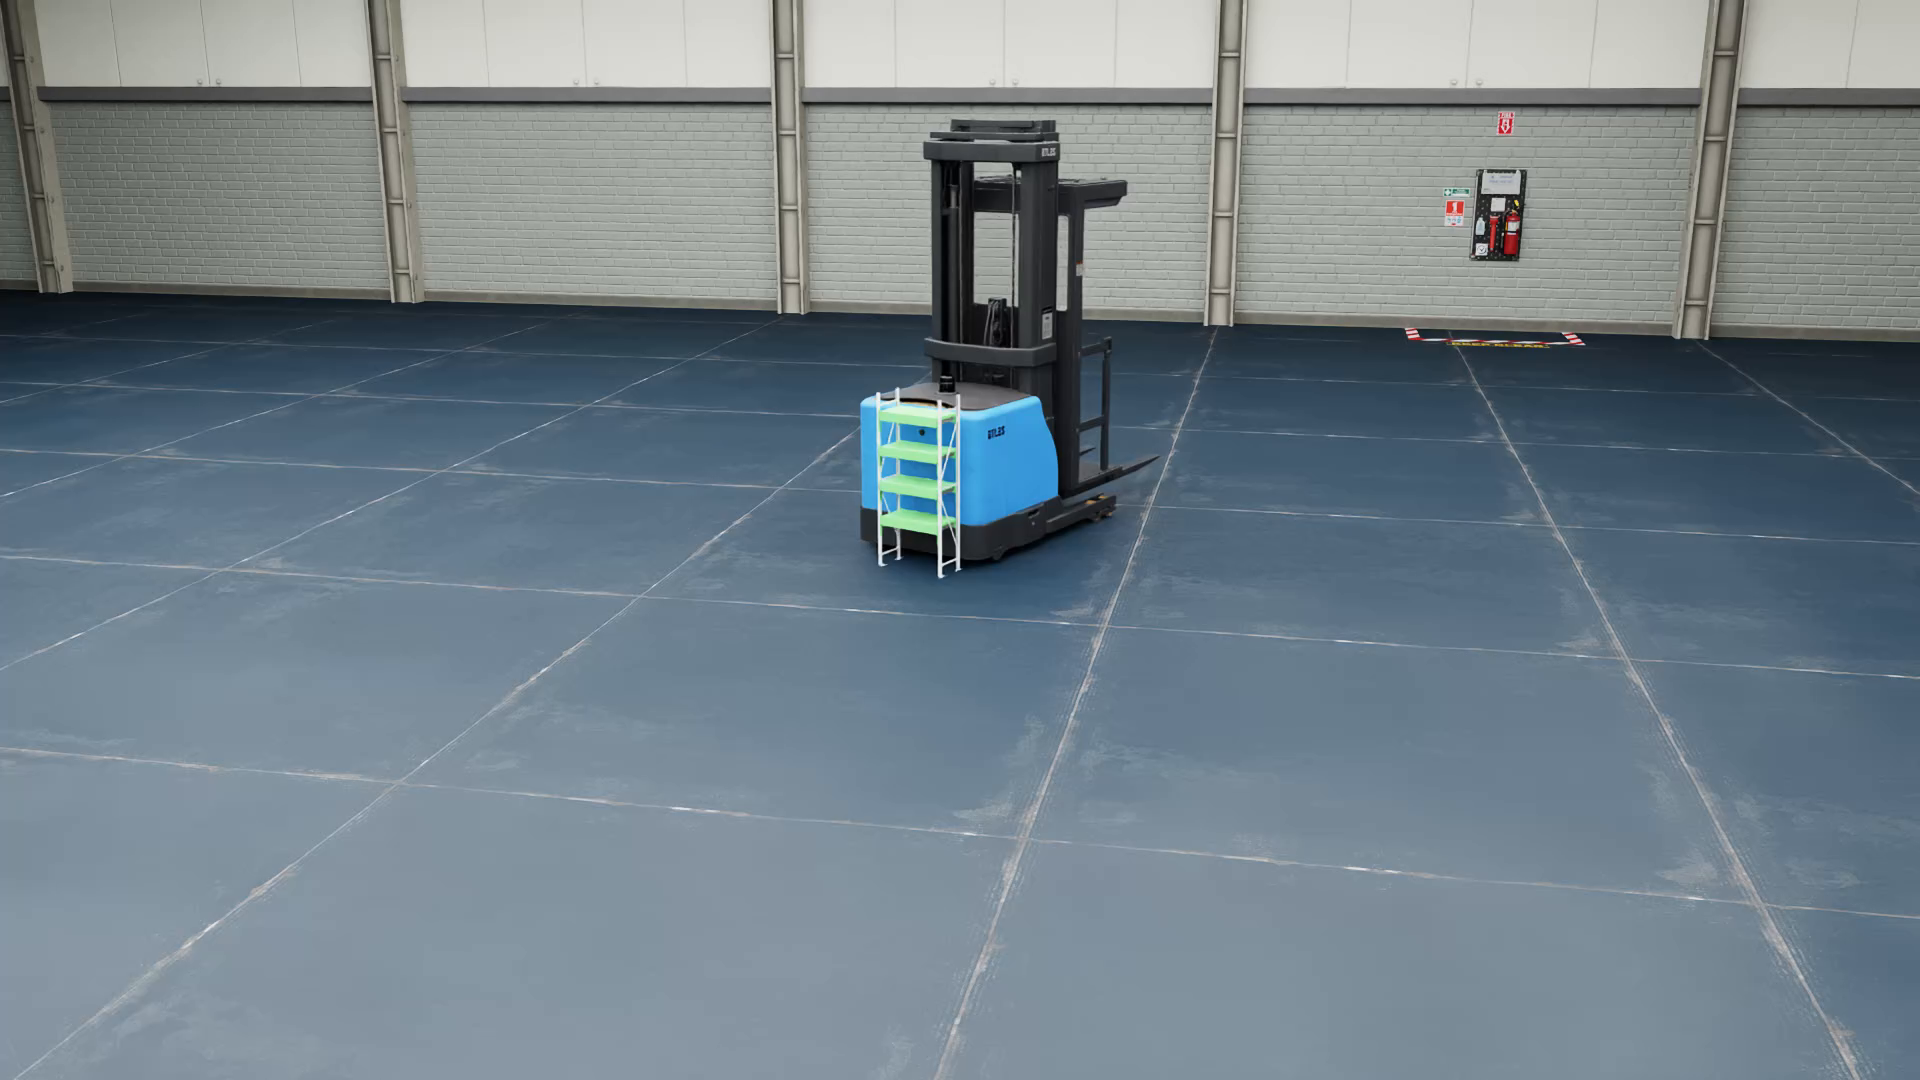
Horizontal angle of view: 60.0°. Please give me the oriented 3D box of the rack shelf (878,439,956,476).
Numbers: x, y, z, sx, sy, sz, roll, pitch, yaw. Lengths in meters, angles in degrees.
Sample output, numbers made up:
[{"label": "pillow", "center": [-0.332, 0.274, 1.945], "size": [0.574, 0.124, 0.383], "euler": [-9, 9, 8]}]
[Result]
[{"label": "rack shelf", "center": [-0.277, -0.555, 11.090], "size": [0.480, 0.148, 0.258], "euler": [10, 18, 32]}]

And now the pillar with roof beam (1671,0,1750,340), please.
[{"label": "pillar with roof beam", "center": [8.535, -5.818, 16.137], "size": [0.400, 9.000, 9.100], "euler": [3, 16, 11]}]

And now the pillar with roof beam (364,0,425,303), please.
[{"label": "pillar with roof beam", "center": [-9.104, -6.775, 19.594], "size": [0.400, 9.000, 9.100], "euler": [3, 16, 11]}]

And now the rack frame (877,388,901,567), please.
[{"label": "rack frame", "center": [-0.481, -0.421, 11.266], "size": [0.015, 1.200, 0.240], "euler": [10, 18, 32]}]

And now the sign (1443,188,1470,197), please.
[{"label": "sign", "center": [6.460, -4.521, 21.633], "size": [0.331, 0.109, 0.001], "euler": [3, 16, 11]}]

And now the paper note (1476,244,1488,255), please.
[{"label": "paper note", "center": [6.819, -3.797, 21.731], "size": [0.142, 0.148, 0.016], "euler": [3, 16, 11]}]

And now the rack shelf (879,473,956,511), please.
[{"label": "rack shelf", "center": [-0.277, -0.324, 11.154], "size": [0.480, 0.148, 0.258], "euler": [10, 18, 32]}]

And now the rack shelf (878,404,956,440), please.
[{"label": "rack shelf", "center": [-0.277, -0.787, 11.026], "size": [0.480, 0.148, 0.258], "euler": [10, 18, 32]}]

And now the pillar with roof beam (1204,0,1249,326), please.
[{"label": "pillar with roof beam", "center": [2.655, -6.137, 17.290], "size": [0.400, 9.000, 9.100], "euler": [3, 16, 11]}]

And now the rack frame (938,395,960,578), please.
[{"label": "rack frame", "center": [-0.073, -0.350, 11.008], "size": [0.015, 1.200, 0.240], "euler": [10, 18, 32]}]

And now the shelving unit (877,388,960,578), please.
[{"label": "shelving unit", "center": [-0.277, -0.386, 11.137], "size": [0.503, 1.200, 0.258], "euler": [10, 18, 32]}]

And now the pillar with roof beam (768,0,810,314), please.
[{"label": "pillar with roof beam", "center": [-3.224, -6.456, 18.442], "size": [0.400, 9.000, 9.100], "euler": [3, 16, 11]}]

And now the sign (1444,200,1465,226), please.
[{"label": "sign", "center": [6.458, -4.268, 21.713], "size": [0.234, 0.329, 0.001], "euler": [3, 16, 11]}]

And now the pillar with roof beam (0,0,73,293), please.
[{"label": "pillar with roof beam", "center": [-14.984, -7.094, 20.746], "size": [0.400, 9.000, 9.100], "euler": [3, 16, 11]}]

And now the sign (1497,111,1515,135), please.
[{"label": "sign", "center": [6.991, -5.338, 21.300], "size": [0.199, 0.298, 0.001], "euler": [3, 16, 11]}]

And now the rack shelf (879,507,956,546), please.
[{"label": "rack shelf", "center": [-0.277, -0.093, 11.218], "size": [0.480, 0.148, 0.258], "euler": [10, 18, 32]}]

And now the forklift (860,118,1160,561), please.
[{"label": "forklift", "center": [0.530, -1.609, 12.309], "size": [1.130, 2.935, 3.031], "euler": [10, 18, 32]}]

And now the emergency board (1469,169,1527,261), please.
[{"label": "emergency board", "center": [6.979, -4.194, 21.514], "size": [0.643, 1.169, 0.194], "euler": [3, 16, 11]}]
